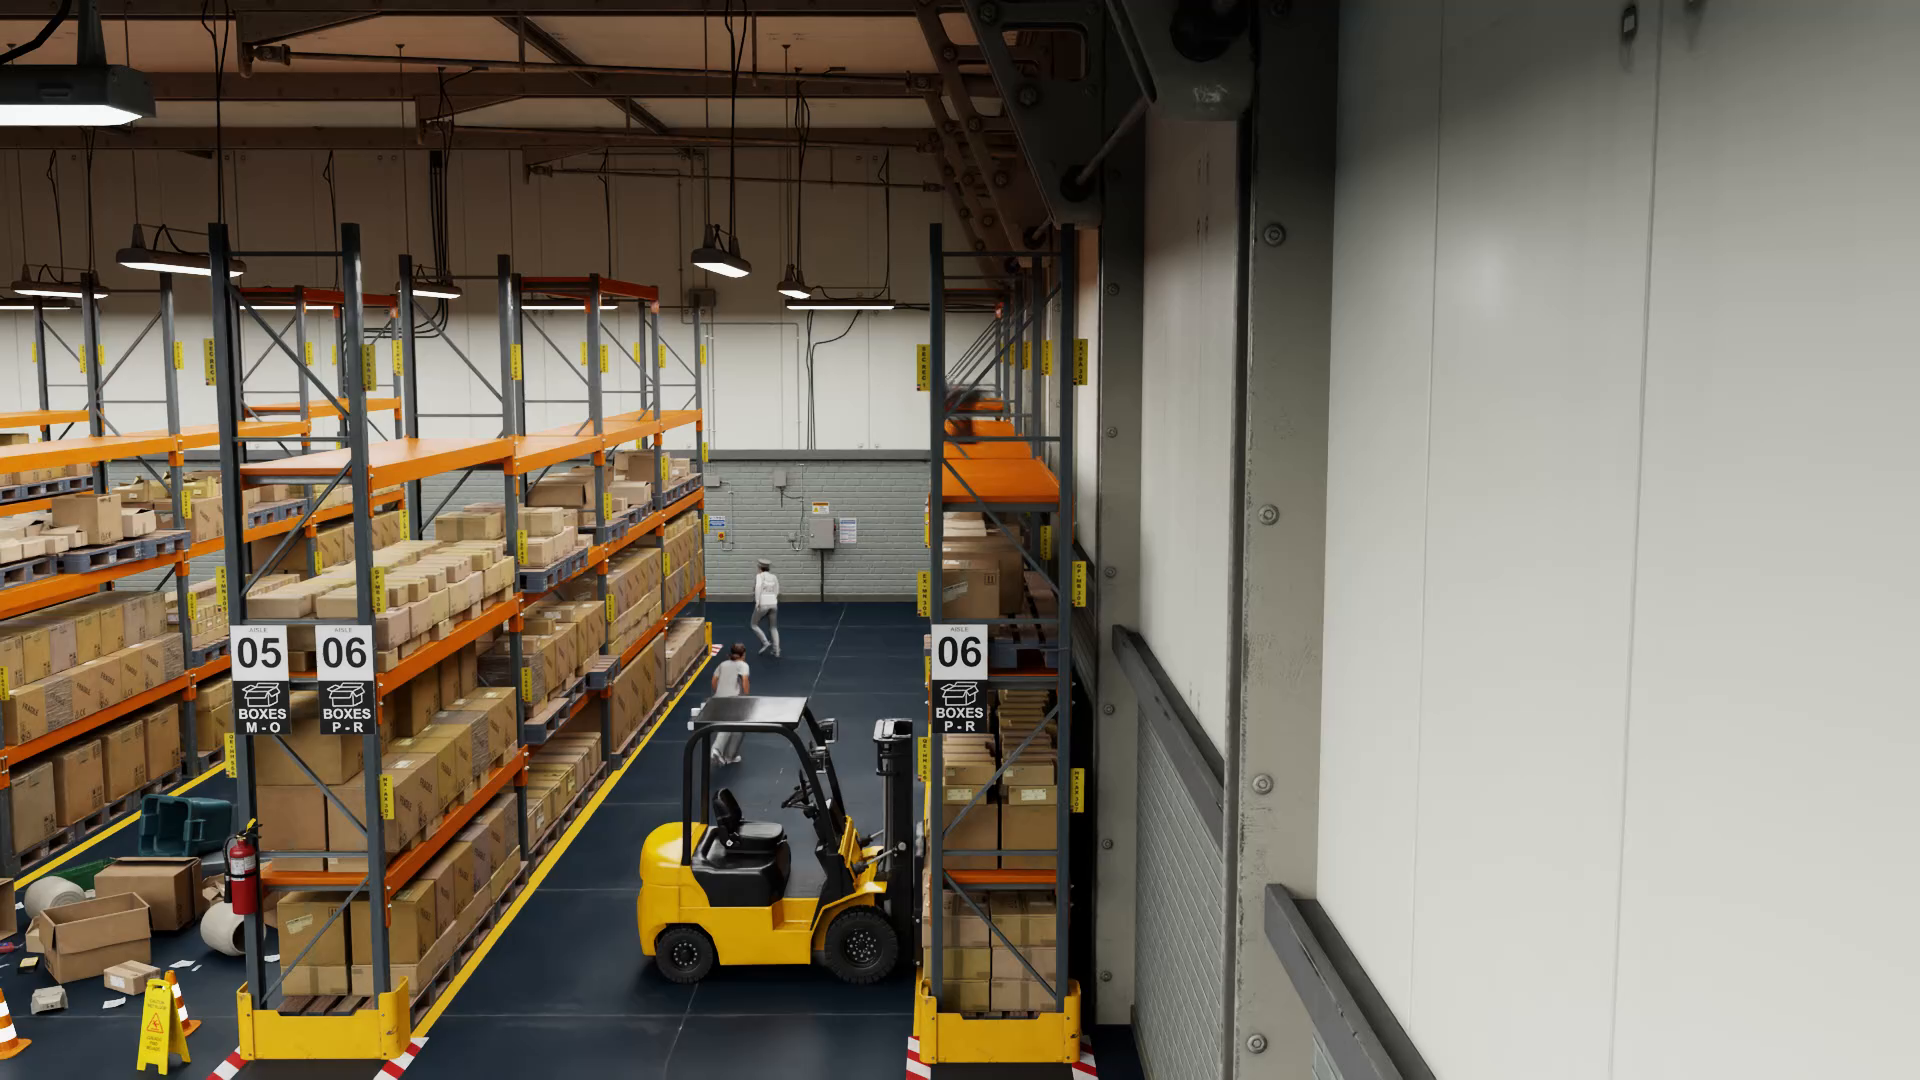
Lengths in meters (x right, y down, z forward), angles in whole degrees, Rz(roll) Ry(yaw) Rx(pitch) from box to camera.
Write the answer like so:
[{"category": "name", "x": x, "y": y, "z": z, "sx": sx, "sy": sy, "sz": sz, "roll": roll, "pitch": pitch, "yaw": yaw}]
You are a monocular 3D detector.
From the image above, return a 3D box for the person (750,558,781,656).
[{"category": "person", "x": -3.220, "y": 1.130, "z": 27.816, "sx": 0.591, "sy": 1.595, "sz": 0.698, "roll": -5, "pitch": 8, "yaw": -36}]

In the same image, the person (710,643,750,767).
[{"category": "person", "x": -2.883, "y": 2.058, "z": 20.386, "sx": 0.551, "sy": 1.490, "sz": 1.035, "roll": 2, "pitch": 7, "yaw": 17}]
